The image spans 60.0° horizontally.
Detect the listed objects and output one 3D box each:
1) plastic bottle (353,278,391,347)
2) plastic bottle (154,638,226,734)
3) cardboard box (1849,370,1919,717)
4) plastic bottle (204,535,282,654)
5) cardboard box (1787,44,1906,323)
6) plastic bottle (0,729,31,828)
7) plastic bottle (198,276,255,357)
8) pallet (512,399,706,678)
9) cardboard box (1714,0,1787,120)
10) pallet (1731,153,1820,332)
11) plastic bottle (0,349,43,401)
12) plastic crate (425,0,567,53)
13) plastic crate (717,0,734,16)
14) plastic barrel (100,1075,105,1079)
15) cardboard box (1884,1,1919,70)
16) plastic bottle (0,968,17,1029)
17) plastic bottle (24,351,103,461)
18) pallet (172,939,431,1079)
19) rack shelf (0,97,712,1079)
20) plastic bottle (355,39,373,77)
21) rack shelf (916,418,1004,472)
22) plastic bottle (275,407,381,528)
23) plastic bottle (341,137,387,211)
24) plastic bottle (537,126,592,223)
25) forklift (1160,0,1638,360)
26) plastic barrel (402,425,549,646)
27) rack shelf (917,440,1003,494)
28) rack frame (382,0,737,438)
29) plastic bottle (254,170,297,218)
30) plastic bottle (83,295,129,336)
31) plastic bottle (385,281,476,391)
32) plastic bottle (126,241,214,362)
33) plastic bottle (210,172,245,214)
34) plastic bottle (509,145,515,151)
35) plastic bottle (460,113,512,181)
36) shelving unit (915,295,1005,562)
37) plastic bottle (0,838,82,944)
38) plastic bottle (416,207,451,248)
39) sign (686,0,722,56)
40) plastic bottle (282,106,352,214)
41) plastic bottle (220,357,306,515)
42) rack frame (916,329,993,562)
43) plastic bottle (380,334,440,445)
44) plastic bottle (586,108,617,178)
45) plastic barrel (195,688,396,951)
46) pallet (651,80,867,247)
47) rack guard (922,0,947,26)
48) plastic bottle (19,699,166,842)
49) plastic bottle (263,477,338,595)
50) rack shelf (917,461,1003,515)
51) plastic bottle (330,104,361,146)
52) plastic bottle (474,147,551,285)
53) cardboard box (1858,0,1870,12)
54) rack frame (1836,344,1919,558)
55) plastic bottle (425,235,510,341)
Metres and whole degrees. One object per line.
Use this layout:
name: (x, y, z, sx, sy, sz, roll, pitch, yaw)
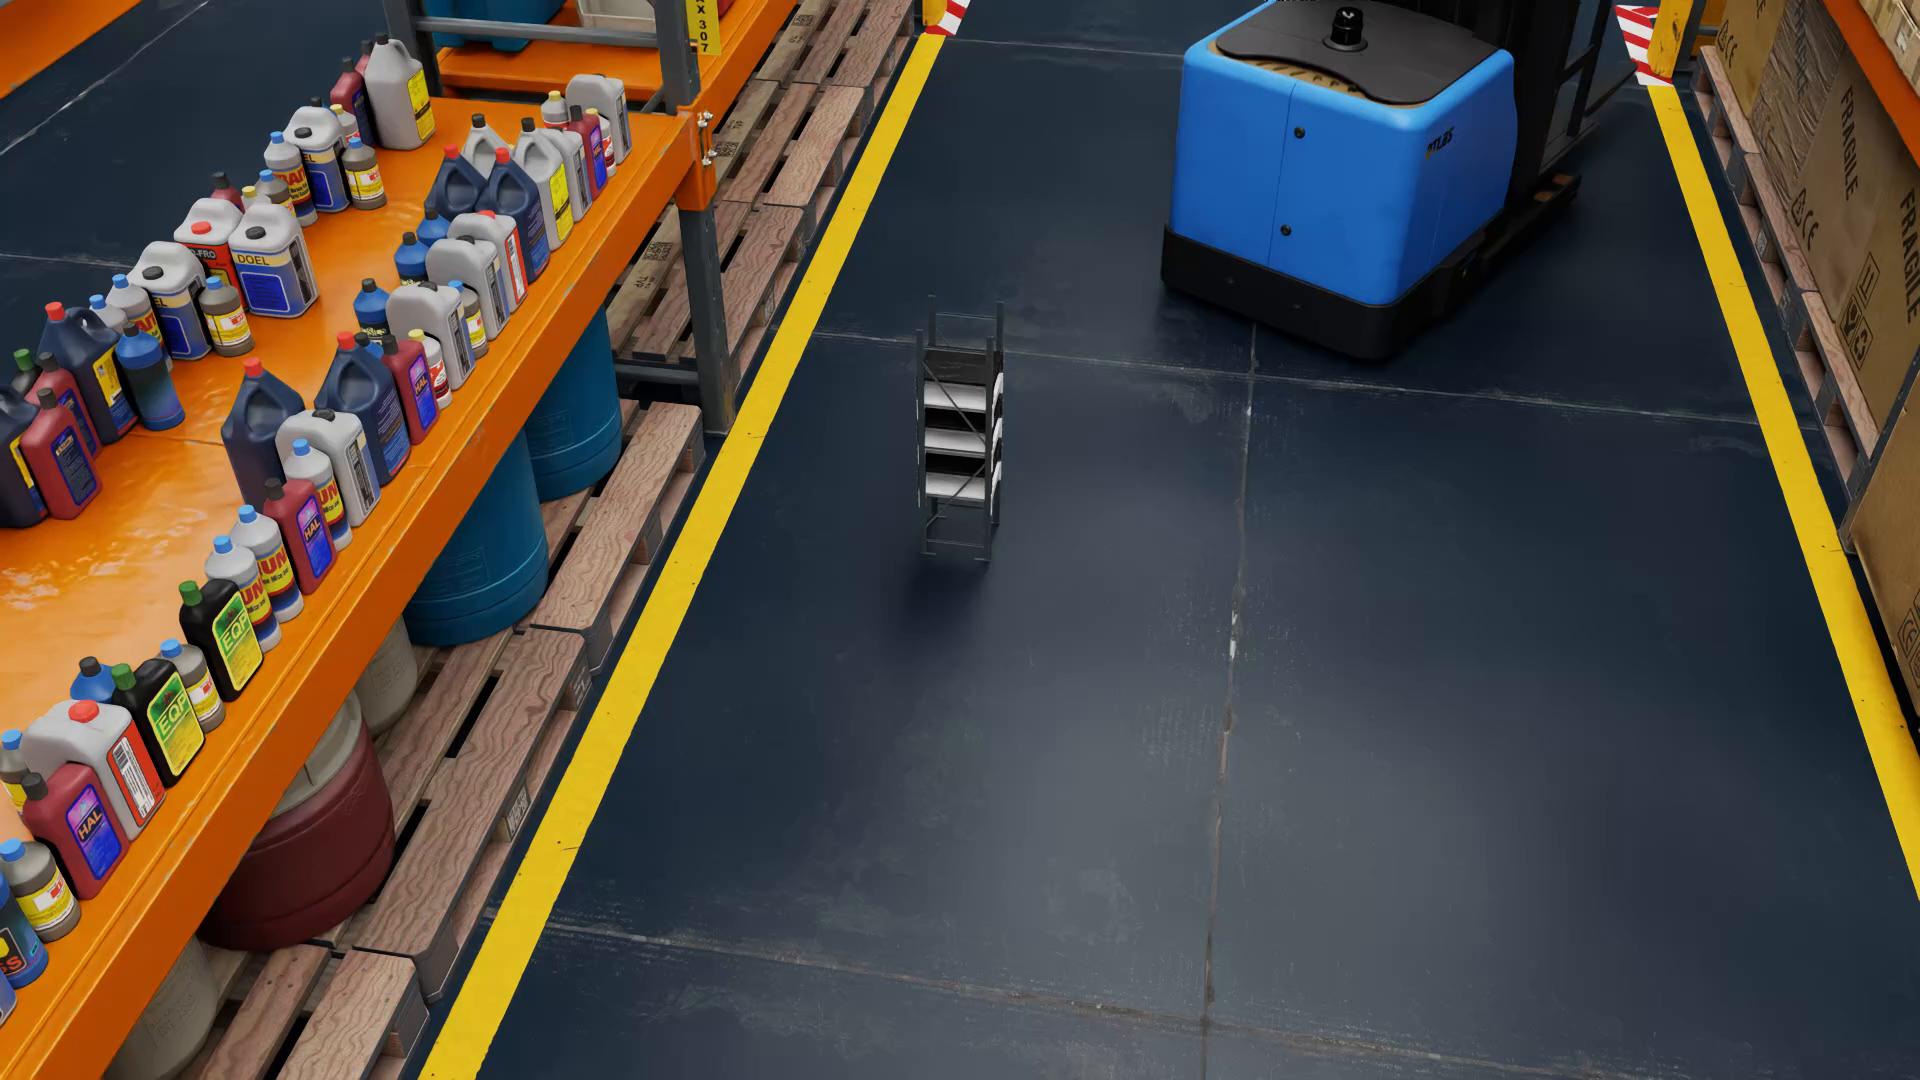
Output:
plastic bottle: (-1.441, -0.525, 4.132, 0.097, 0.271, 0.097, 0, 40, 0)
plastic bottle: (-1.500, 0.276, 3.219, 0.097, 0.201, 0.097, 0, 40, 0)
cardboard box: (3.436, -0.025, 4.764, 1.225, 0.875, 0.875, 7, 40, 8)
plastic bottle: (-1.460, 0.104, 3.371, 0.097, 0.271, 0.097, 0, 40, 0)
cardboard box: (3.876, -1.399, 6.425, 0.875, 0.875, 0.875, 6, 40, 8)
plastic bottle: (-1.696, 0.427, 3.035, 0.097, 0.201, 0.097, 0, 40, 0)
plastic bottle: (-1.881, -0.578, 4.251, 0.097, 0.201, 0.097, 0, 40, 0)
pallet: (-1.526, -0.077, 5.678, 1.003, 0.211, 1.213, 6, 40, 8)
cardboard box: (4.187, -2.528, 7.792, 0.875, 0.875, 0.875, 6, 40, 8)
pallet: (3.945, -1.247, 7.093, 1.003, 0.211, 1.213, 6, 40, 8)
plastic bottle: (-2.141, -0.294, 3.843, 0.061, 0.283, 0.133, 6, 40, 8)
plastic crate: (-1.606, -1.979, 5.755, 0.392, 0.384, 0.575, 6, 40, 8)
plastic crate: (-0.949, -2.212, 5.974, 0.402, 0.464, 0.583, 6, 40, 8)
plastic barrel: (-1.975, 1.244, 3.264, 0.600, 0.830, 0.708, 6, 40, 8)
cardboard box: (3.391, -1.700, 5.649, 0.380, 0.149, 0.250, 7, 40, 9)
plastic bottle: (-1.650, 0.691, 2.658, 0.152, 0.276, 0.135, 6, 40, 8)
plastic bottle: (-2.081, -0.287, 3.835, 0.061, 0.283, 0.133, 6, 40, 8)
pallet: (-1.948, 1.454, 3.826, 1.003, 0.211, 1.213, 6, 40, 8)
rack shelf: (-1.697, -0.099, 4.080, 1.077, 0.370, 4.000, 6, 40, 8)
plastic bottle: (-1.835, -1.404, 5.185, 0.061, 0.283, 0.133, 6, 40, 8)
rack shelf: (0.001, -0.326, 5.491, 0.258, 0.077, 0.200, 6, 40, 8)
plastic bottle: (-1.410, -0.180, 3.711, 0.152, 0.276, 0.135, 6, 40, 8)
plastic bottle: (-1.744, -1.075, 4.852, 0.097, 0.201, 0.097, 0, 40, 0)
plastic bottle: (-1.164, -1.071, 4.789, 0.152, 0.276, 0.135, 6, 40, 8)
forklift: (2.157, -2.710, 6.727, 1.130, 2.935, 3.031, 27, 47, 29)
plastic barrel: (-1.584, -0.201, 4.956, 0.600, 0.901, 0.708, 6, 40, 8)
rack shelf: (0.001, -0.257, 5.548, 0.258, 0.077, 0.200, 6, 40, 8)
rack frame: (-1.351, -1.632, 5.369, 1.000, 3.000, 0.127, 6, 40, 8)
plastic bottle: (-1.934, -0.946, 4.696, 0.097, 0.201, 0.097, 0, 40, 0)
plastic bottle: (-2.071, -0.476, 4.073, 0.097, 0.271, 0.097, 0, 40, 0)
plastic bottle: (-1.315, -0.525, 4.128, 0.152, 0.276, 0.135, 6, 40, 8)
plastic bottle: (-2.007, -0.609, 4.229, 0.152, 0.276, 0.135, 6, 40, 8)
plastic bottle: (-1.988, -0.846, 4.511, 0.061, 0.283, 0.133, 6, 40, 8)
plastic bottle: (-1.290, -1.045, 4.816, 0.097, 0.201, 0.097, 0, 40, 0)
plastic bottle: (-1.330, -1.016, 4.663, 0.144, 0.351, 0.185, 6, 40, 8)
shelving unit: (0.001, -0.352, 5.469, 0.258, 0.900, 0.210, 6, 40, 8)
plastic bottle: (-1.586, 0.589, 2.840, 0.097, 0.201, 0.097, 0, 40, 0)
plastic bottle: (-1.377, -0.755, 4.410, 0.097, 0.271, 0.097, 0, 40, 0)
sign: (-0.810, -1.676, 5.206, 0.100, 0.325, 0.005, 6, 40, 8)
plastic bottle: (-1.870, -1.106, 4.831, 0.152, 0.276, 0.135, 6, 40, 8)
plastic bottle: (-1.552, -0.241, 3.726, 0.144, 0.351, 0.185, 6, 40, 8)
rack frame: (-0.016, -0.288, 5.392, 0.240, 0.900, 0.006, 6, 40, 8)
plastic bottle: (-1.310, -0.378, 3.944, 0.061, 0.283, 0.133, 6, 40, 8)
plastic bottle: (-1.094, -1.196, 4.999, 0.097, 0.201, 0.097, 0, 40, 0)
plastic barrel: (-1.780, 0.629, 4.198, 0.600, 0.588, 0.708, 6, 40, 8)
pallet: (-1.053, -1.791, 7.750, 1.003, 0.211, 1.213, 6, 40, 8)
rack guard: (-0.667, -3.195, 9.222, 1.175, 0.500, 0.348, 6, 40, 8)
plastic bottle: (-1.570, 0.400, 3.009, 0.152, 0.276, 0.135, 6, 40, 8)
plastic bottle: (-1.405, -0.032, 3.527, 0.061, 0.283, 0.133, 6, 40, 8)
rack shelf: (0.001, -0.187, 5.605, 0.258, 0.077, 0.200, 6, 40, 8)
plastic bottle: (-1.860, -1.214, 5.020, 0.097, 0.201, 0.097, 0, 40, 0)
plastic bottle: (-1.220, -0.884, 4.503, 0.144, 0.351, 0.185, 6, 40, 8)
cardboard box: (3.479, -2.023, 6.039, 0.380, 0.149, 0.250, 6, 40, 7)
rack frame: (3.527, -1.085, 4.709, 1.000, 3.000, 0.127, 6, 40, 8)
plastic bottle: (-1.275, -0.671, 4.304, 0.152, 0.276, 0.135, 6, 40, 8)
